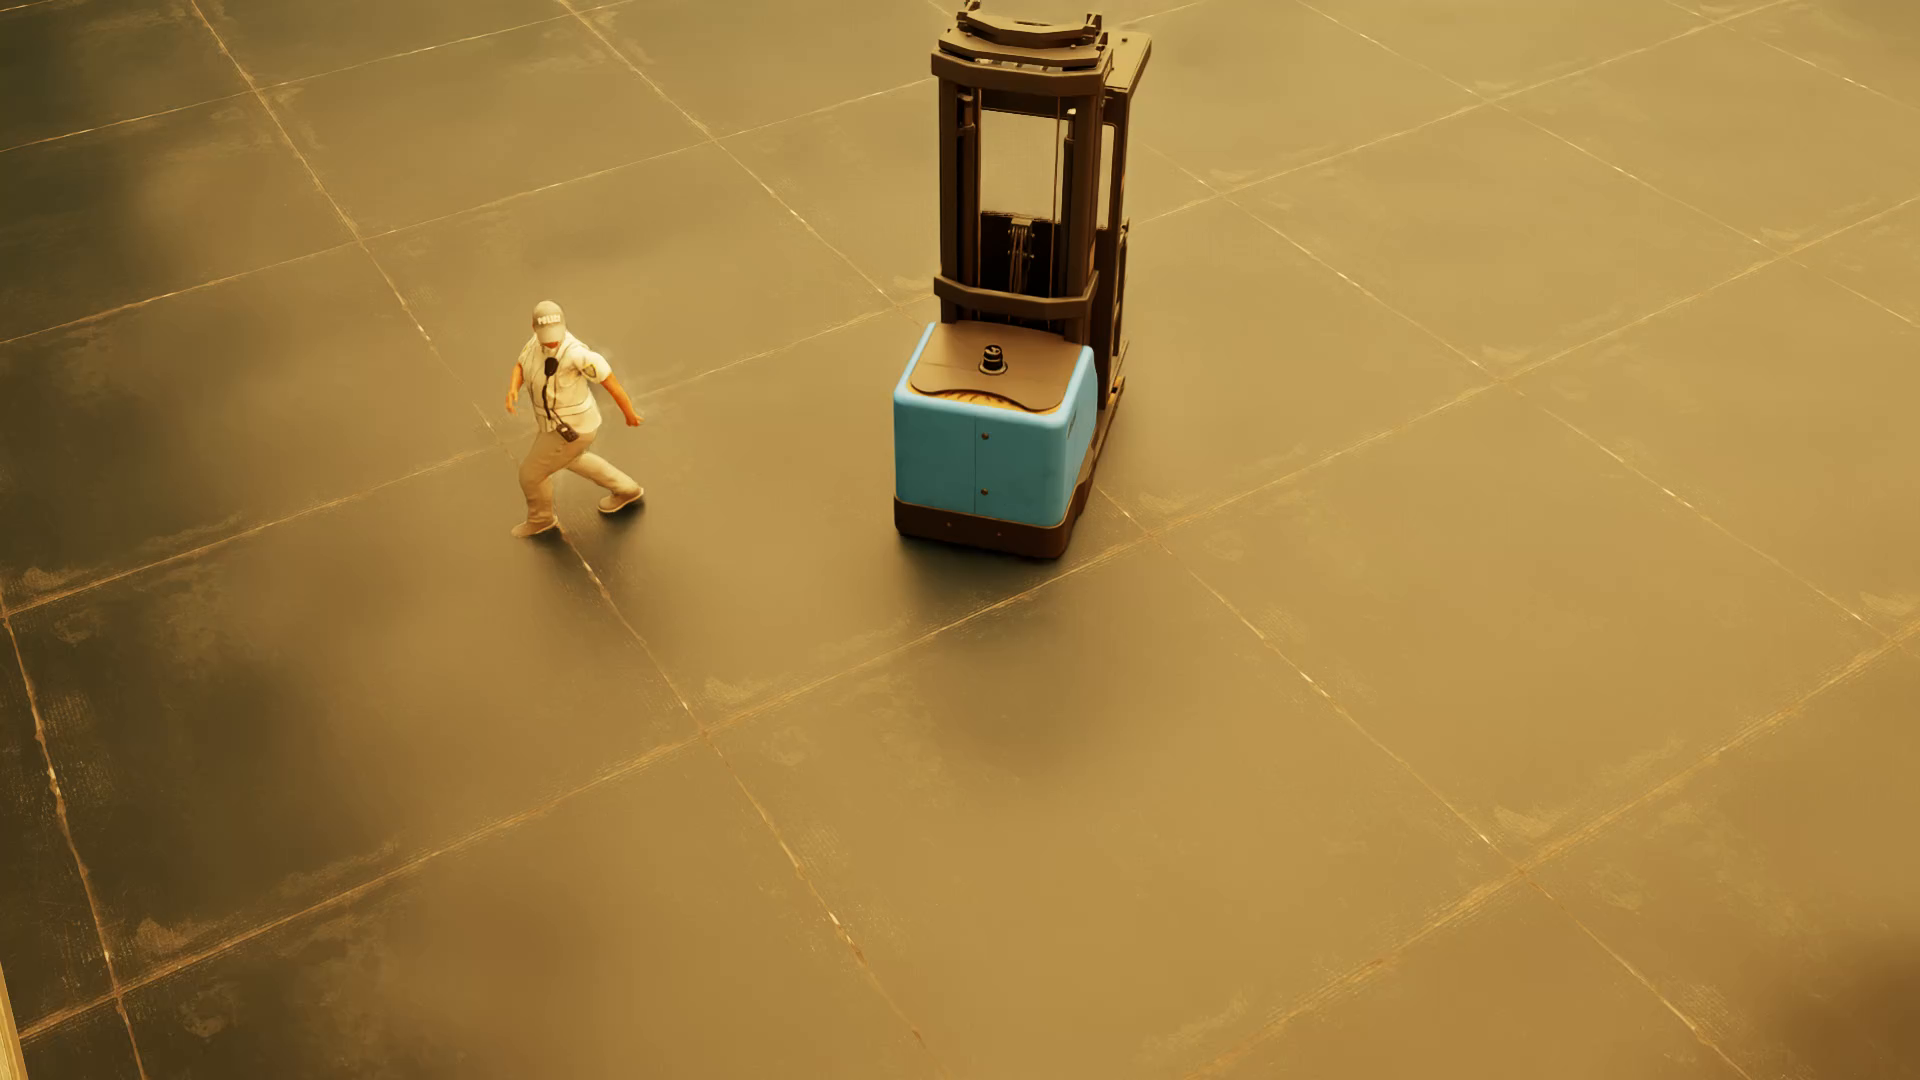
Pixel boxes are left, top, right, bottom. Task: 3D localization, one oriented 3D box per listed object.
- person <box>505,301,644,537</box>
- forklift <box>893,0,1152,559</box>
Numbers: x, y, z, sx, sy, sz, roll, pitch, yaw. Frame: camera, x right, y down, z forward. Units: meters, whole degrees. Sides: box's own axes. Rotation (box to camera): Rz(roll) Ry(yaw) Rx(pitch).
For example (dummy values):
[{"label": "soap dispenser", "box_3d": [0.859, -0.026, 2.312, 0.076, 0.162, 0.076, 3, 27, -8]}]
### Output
[{"label": "person", "box_3d": [-2.328, -0.714, 9.749, 0.888, 1.603, 0.504, -14, 43, -15]}, {"label": "forklift", "box_3d": [0.481, -1.974, 10.130, 1.130, 2.935, 3.031, 10, 42, 11]}]
